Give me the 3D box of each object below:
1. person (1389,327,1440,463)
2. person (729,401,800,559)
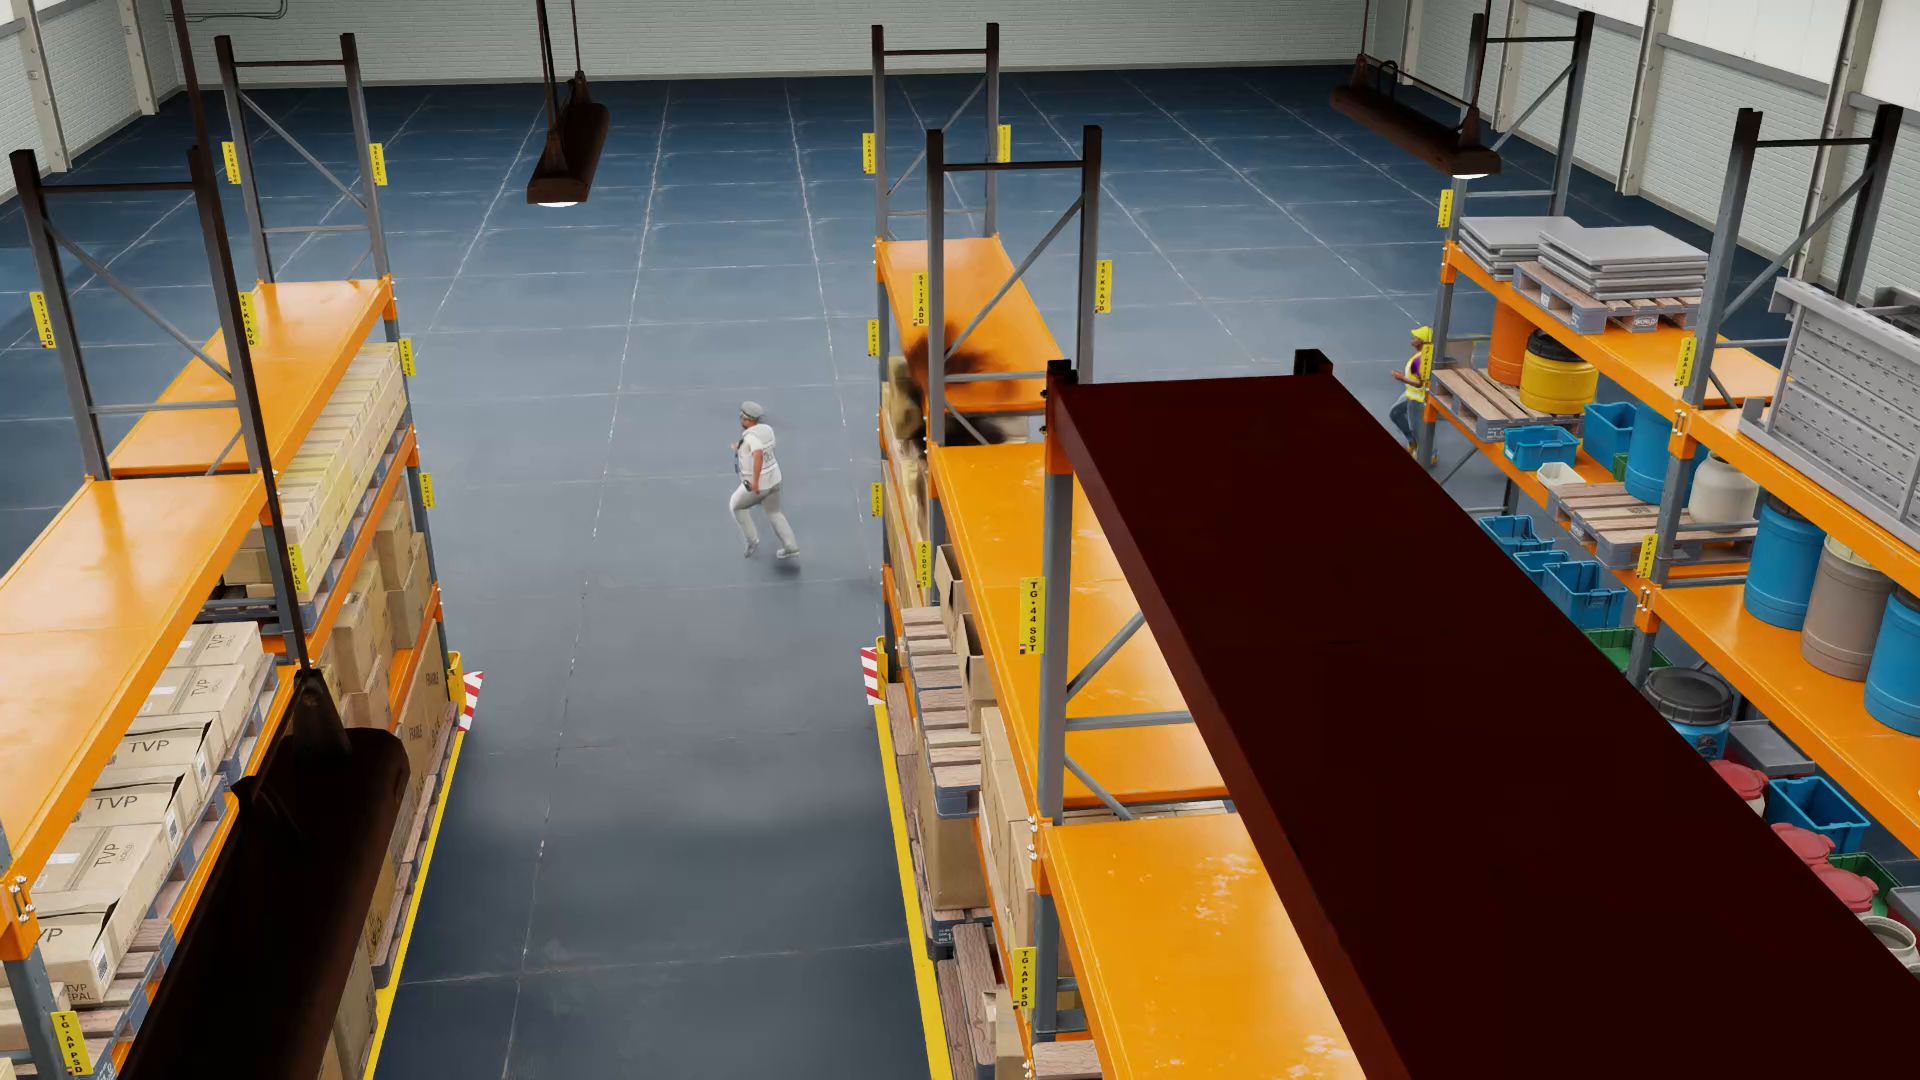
[{"bbox_3d":[5.548,-1.747,20.152,0.689,1.752,0.689,8,27,16],"label":"person"},{"bbox_3d":[-2.110,-0.580,17.705,0.864,1.819,0.688,13,28,25],"label":"person"}]
